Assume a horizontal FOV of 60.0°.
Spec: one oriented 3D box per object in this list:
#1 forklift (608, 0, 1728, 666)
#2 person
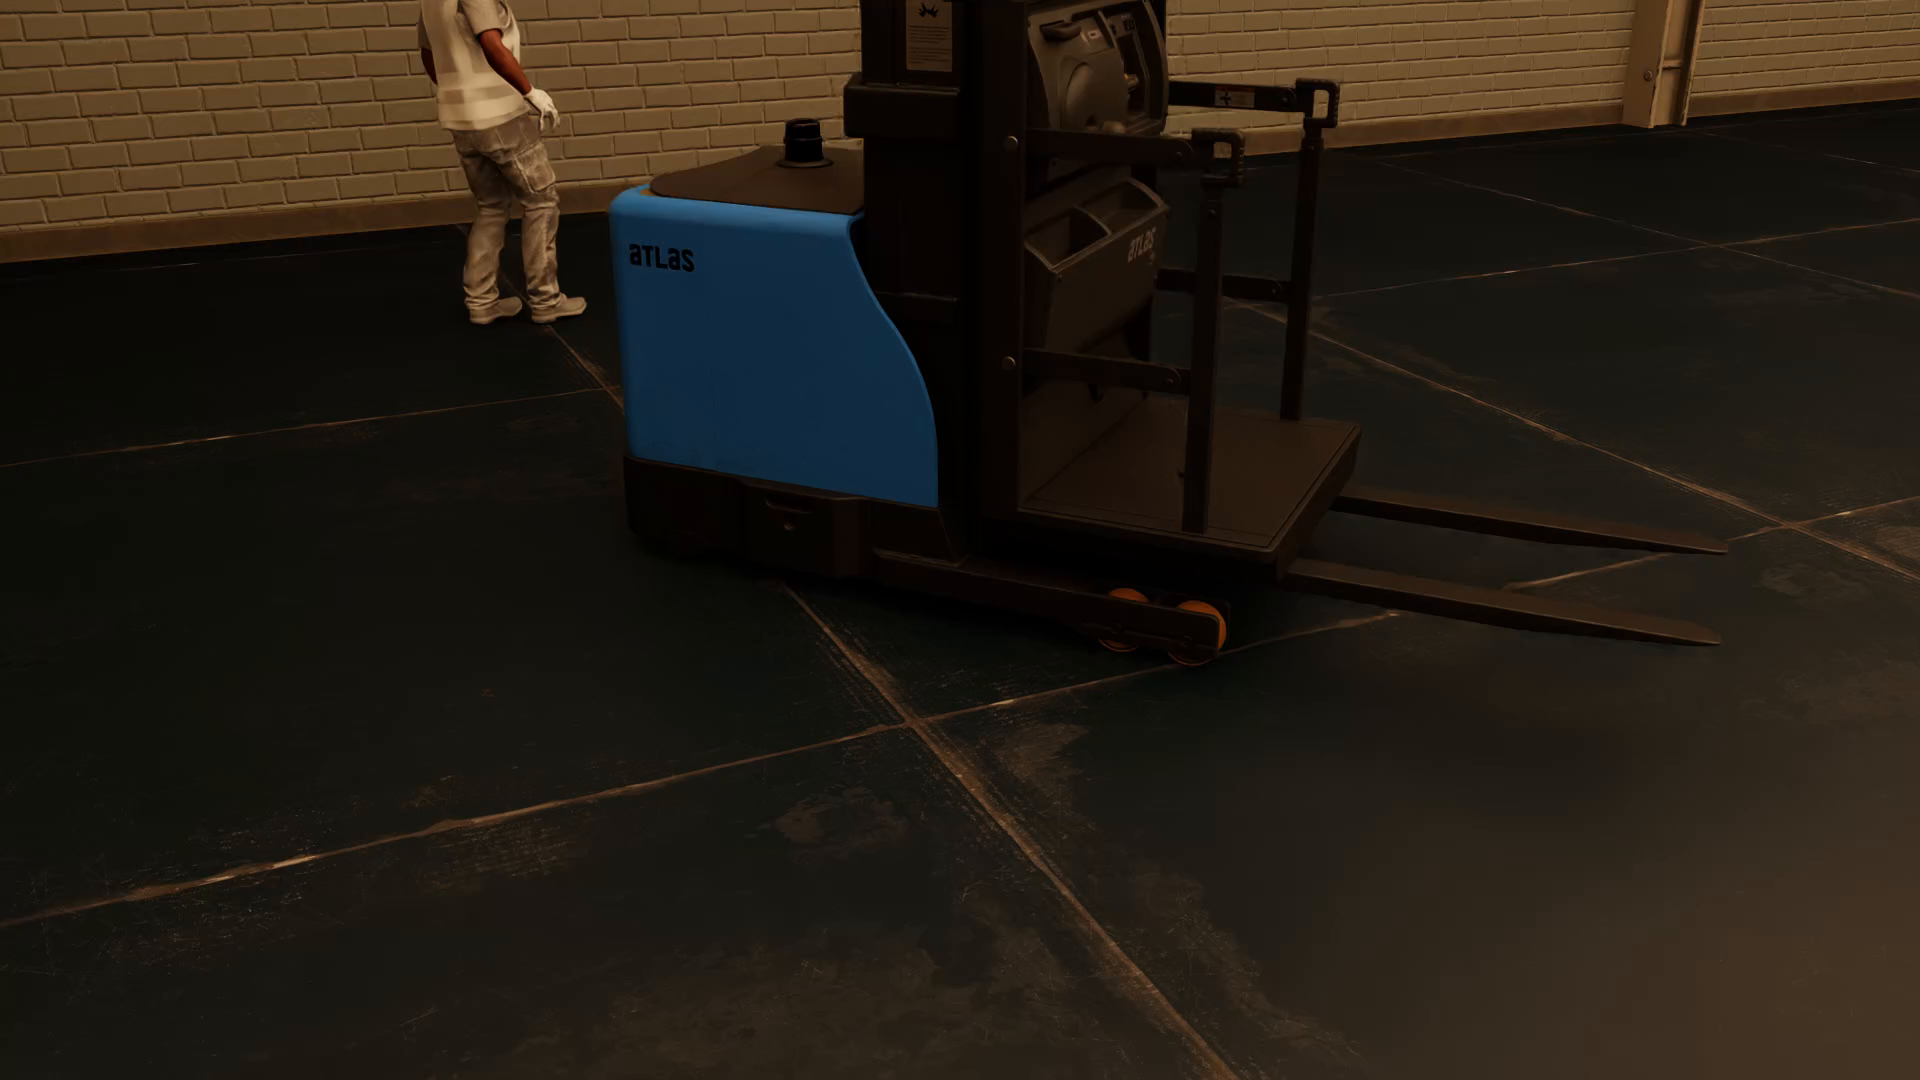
[{"bbox_3d":[0.558,-1.258,4.315,3.031,2.935,1.130,10,25,22],"label":"forklift"},{"bbox_3d":[-2.005,-1.829,7.228,0.770,1.752,0.513,19,29,37],"label":"person"}]
